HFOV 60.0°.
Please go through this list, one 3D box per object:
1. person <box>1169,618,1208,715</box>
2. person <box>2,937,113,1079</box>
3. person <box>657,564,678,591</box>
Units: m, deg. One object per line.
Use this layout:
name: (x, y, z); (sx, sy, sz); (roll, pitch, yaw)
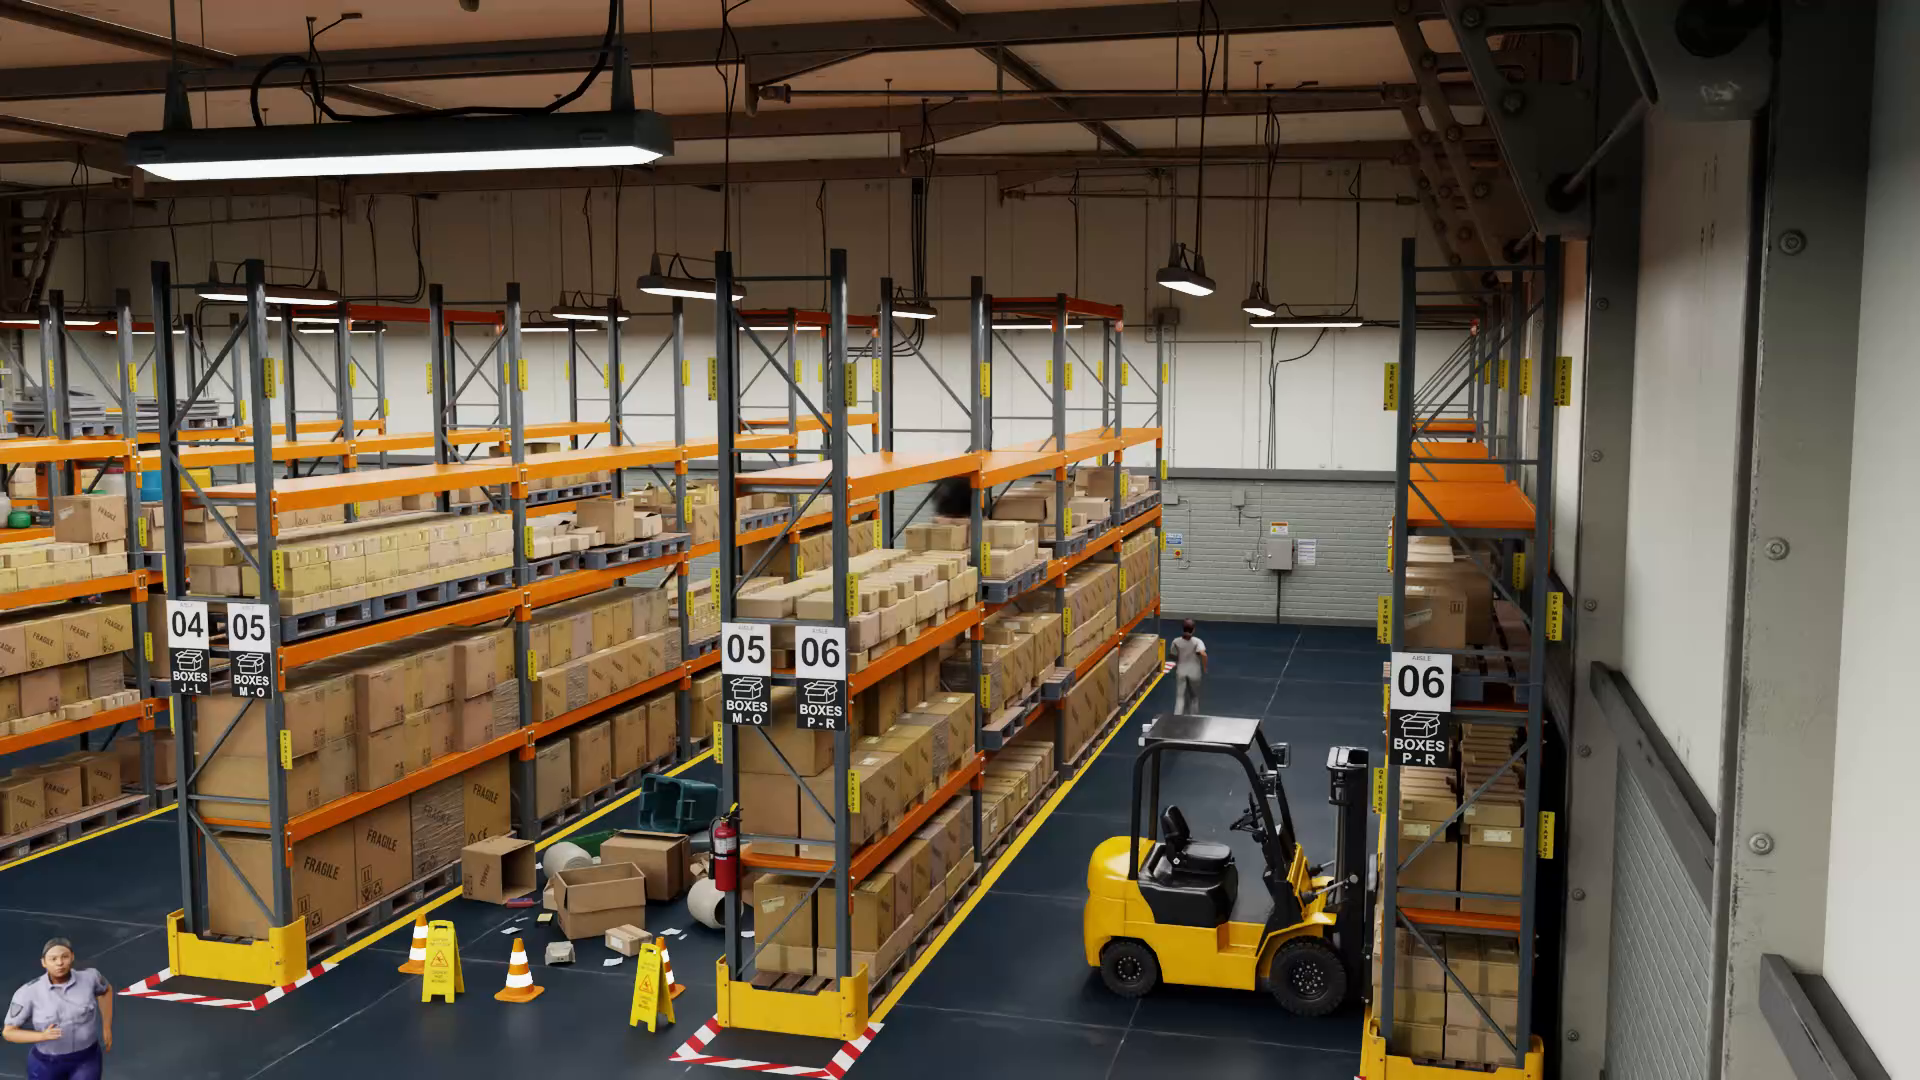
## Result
person: (3.149, 1.895, 22.922); (0.565, 1.642, 0.970); (2, 6, 16)
person: (-5.535, 3.248, 10.259); (0.632, 1.654, 0.903); (-4, 7, -35)
person: (-5.141, 1.216, 29.851); (0.613, 1.611, 0.659); (-1, 6, -8)
